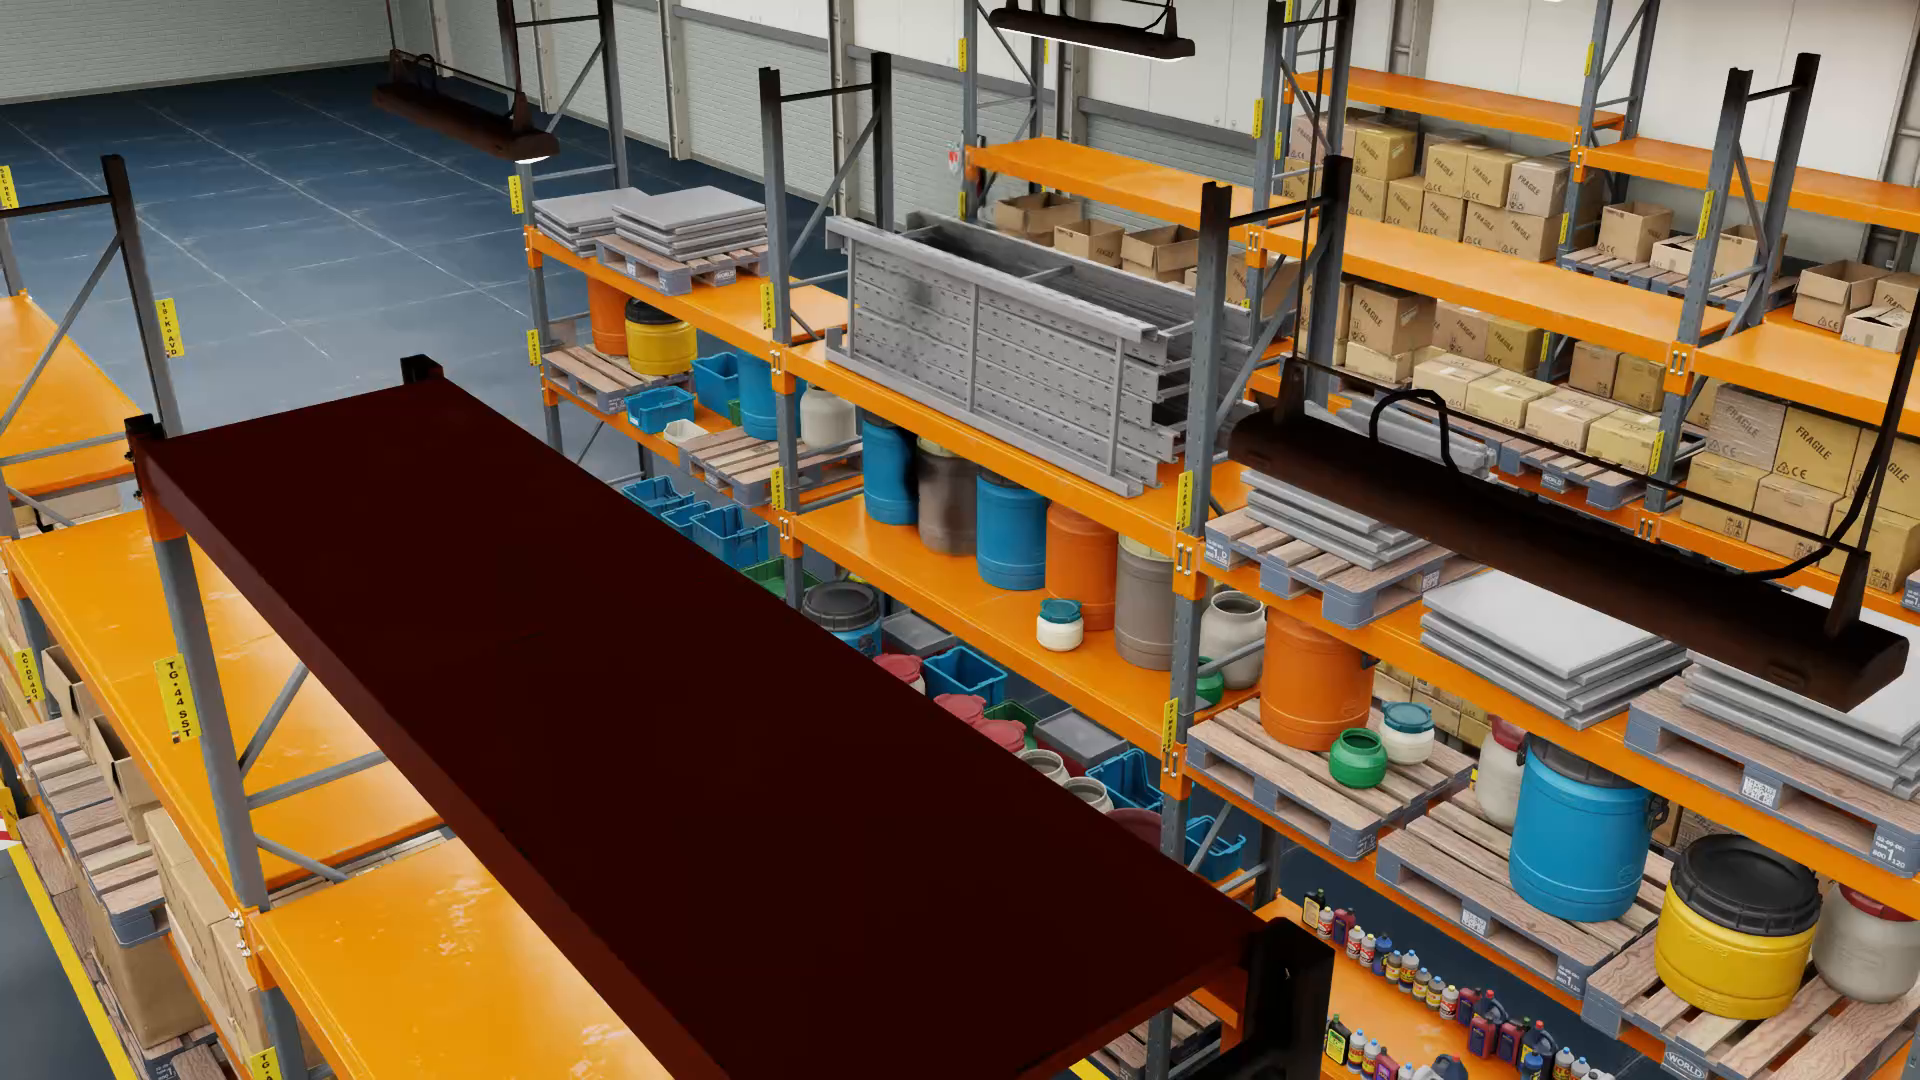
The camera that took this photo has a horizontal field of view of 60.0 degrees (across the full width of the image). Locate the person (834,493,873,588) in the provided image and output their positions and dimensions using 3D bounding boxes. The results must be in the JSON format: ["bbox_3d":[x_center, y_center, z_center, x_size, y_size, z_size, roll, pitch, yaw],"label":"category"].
[{"bbox_3d":[-0.882,0.295,15.720,0.715,1.721,0.758,-18,31,-33],"label":"person"}]
